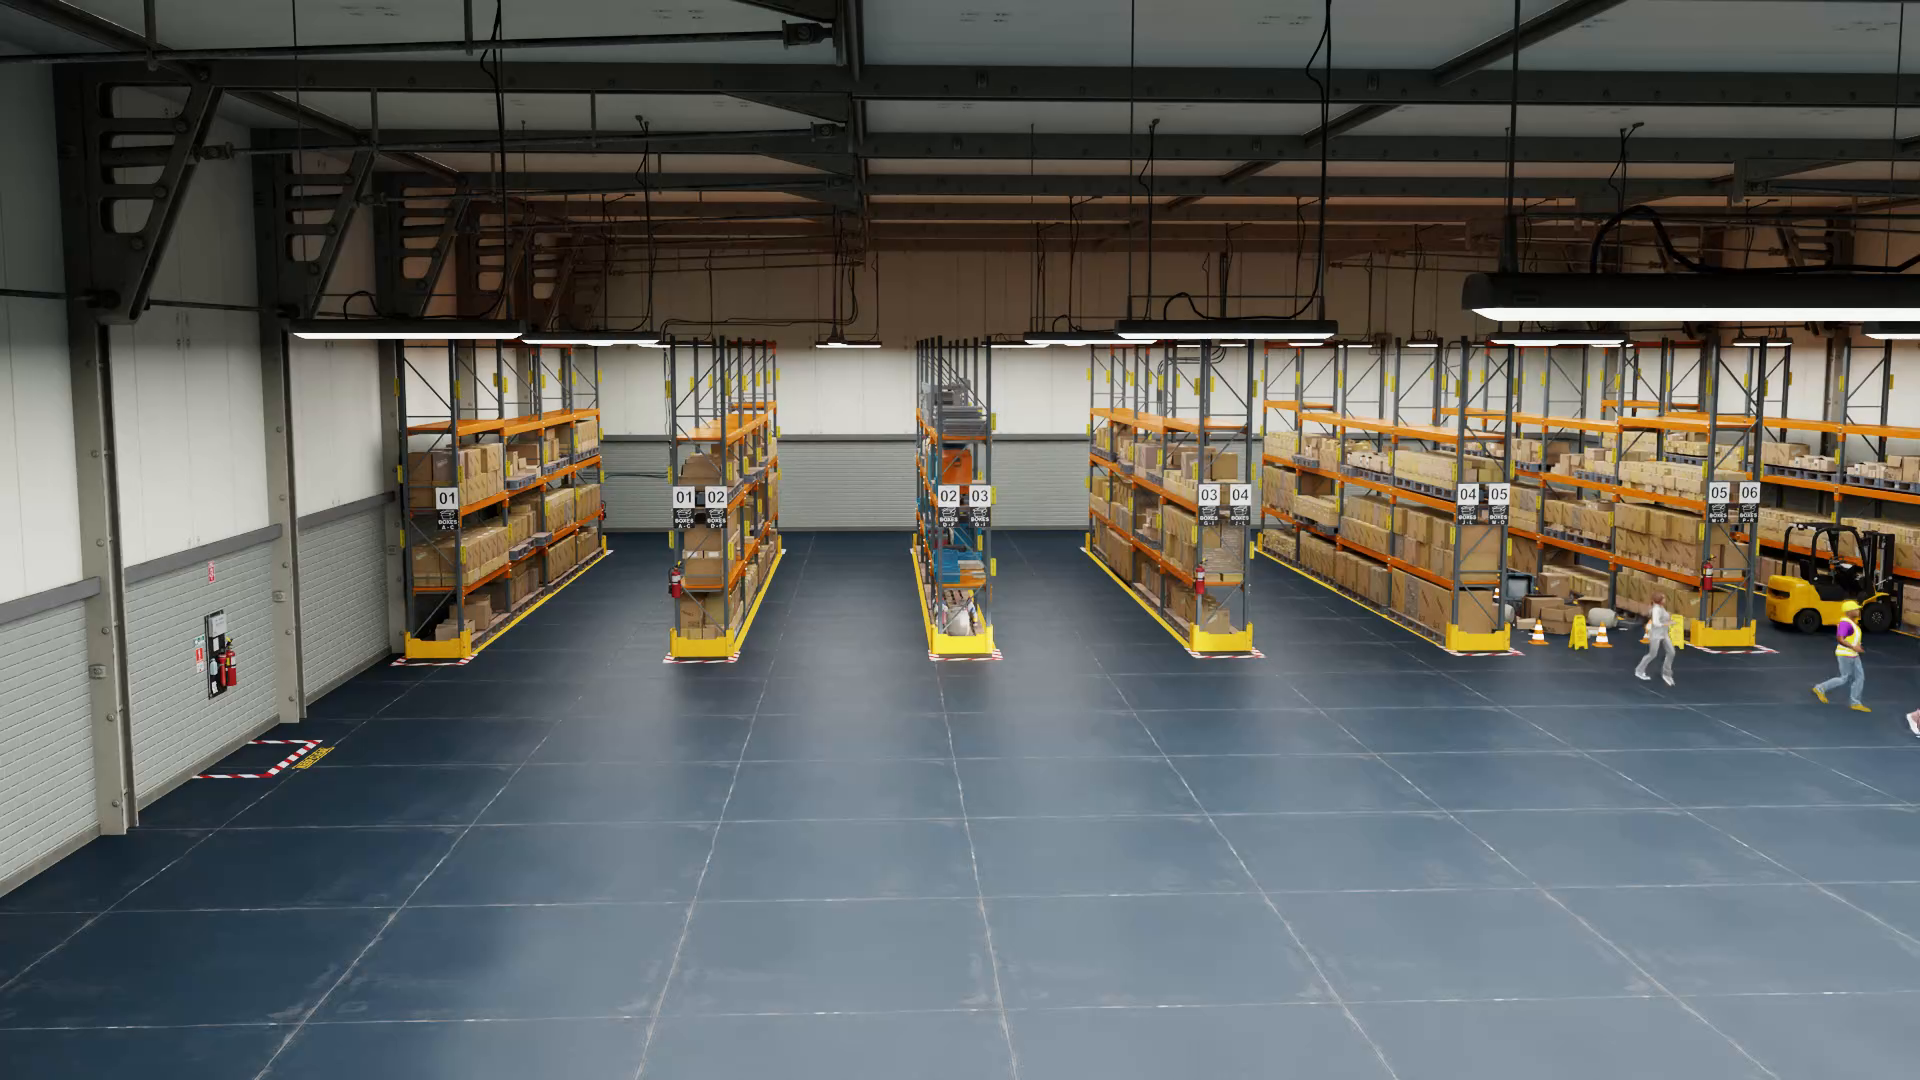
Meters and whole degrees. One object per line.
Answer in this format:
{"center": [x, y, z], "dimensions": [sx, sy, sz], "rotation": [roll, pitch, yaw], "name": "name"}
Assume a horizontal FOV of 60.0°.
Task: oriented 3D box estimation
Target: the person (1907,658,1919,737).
{"center": [14.329, 2.130, 24.563], "dimensions": [0.533, 1.623, 0.563], "rotation": [5, 8, 35], "name": "person"}

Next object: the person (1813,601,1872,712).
{"center": [14.145, 1.845, 26.577], "dimensions": [0.853, 1.758, 0.703], "rotation": [5, 8, 39], "name": "person"}

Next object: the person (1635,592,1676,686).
{"center": [11.948, 1.695, 28.582], "dimensions": [0.528, 1.644, 0.663], "rotation": [-6, 9, -43], "name": "person"}
